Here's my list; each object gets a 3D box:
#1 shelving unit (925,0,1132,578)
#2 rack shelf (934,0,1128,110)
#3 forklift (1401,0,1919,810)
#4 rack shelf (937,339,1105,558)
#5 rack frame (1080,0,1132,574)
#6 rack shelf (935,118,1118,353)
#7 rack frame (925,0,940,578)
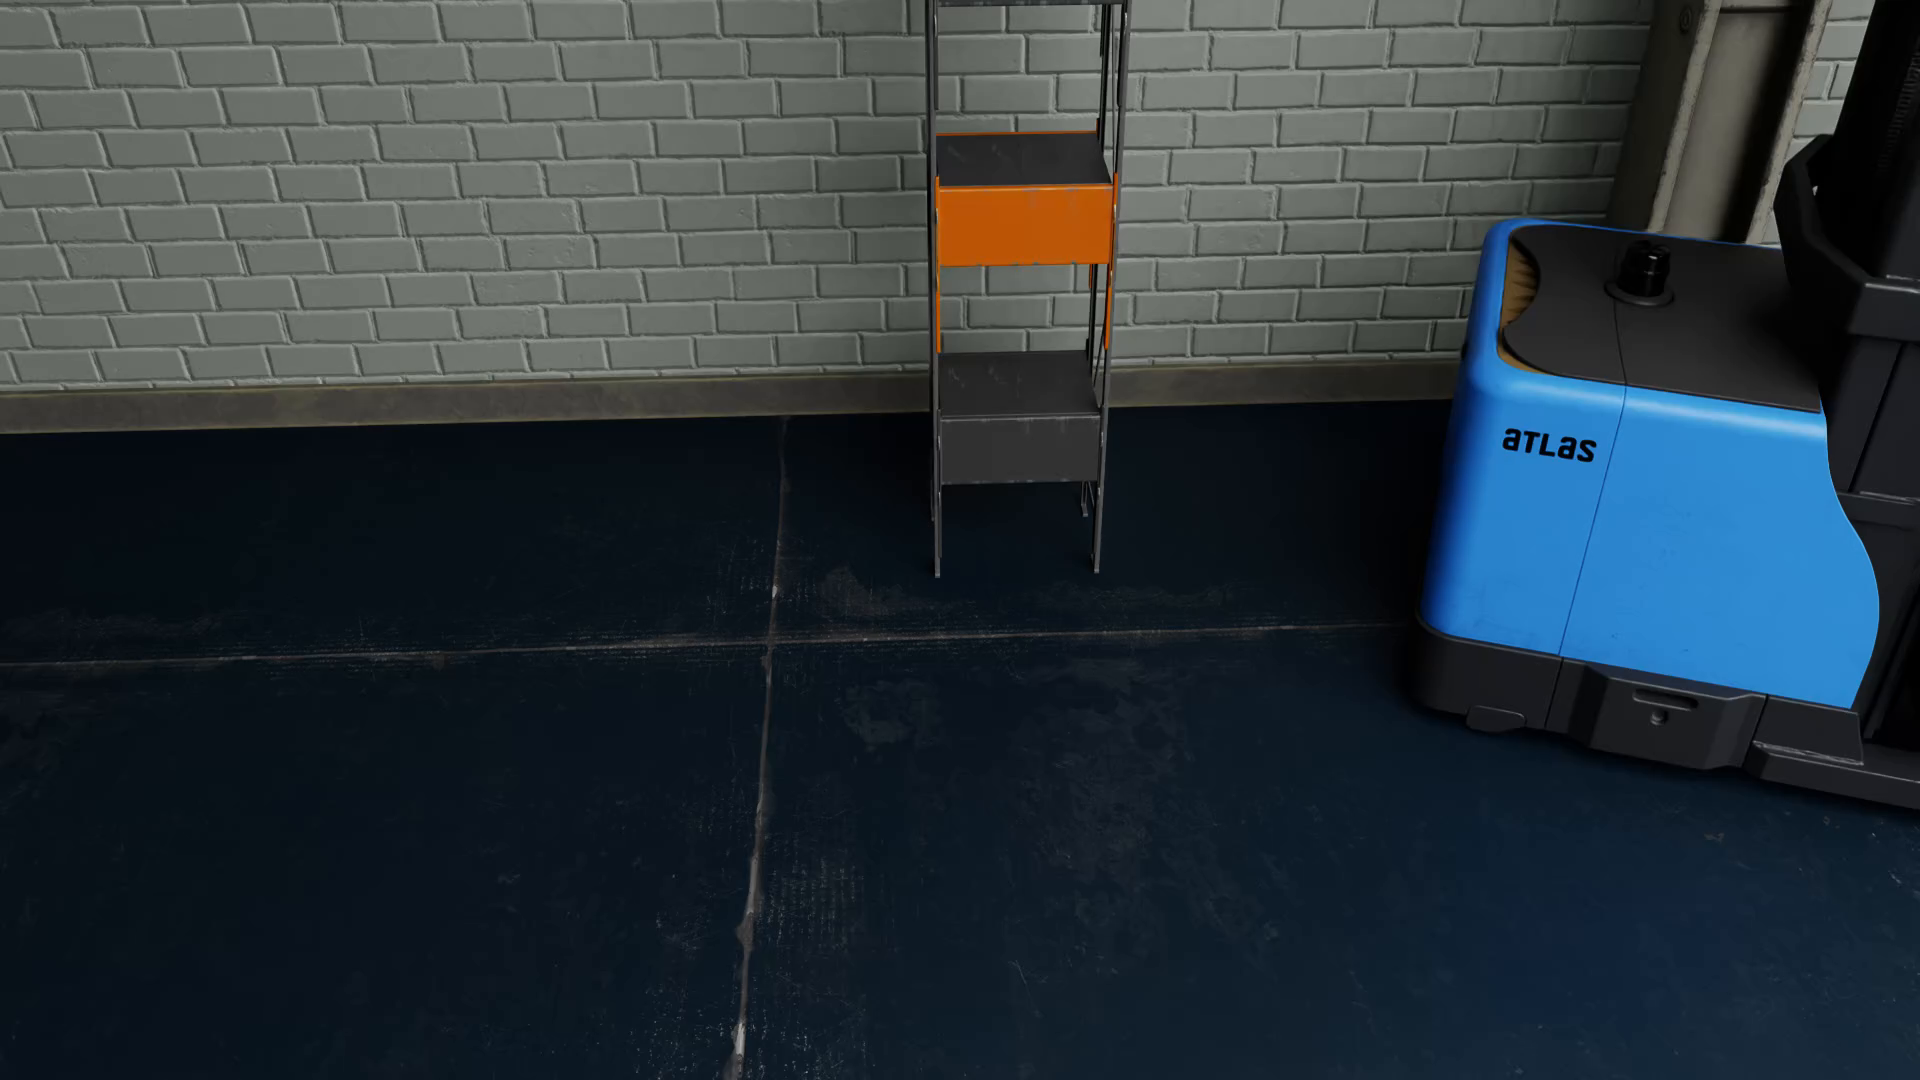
[{"bbox_3d":[0.165,-0.868,4.659,0.503,2.100,0.431,-2,35,-2],"label":"shelving unit"},{"bbox_3d":[0.165,-1.432,4.268,0.480,0.518,0.431,-2,35,-2],"label":"rack shelf"},{"bbox_3d":[2.783,-0.731,3.730,3.031,2.935,1.130,10,36,14],"label":"forklift"},{"bbox_3d":[0.165,-0.281,5.065,0.480,0.518,0.431,-2,35,-2],"label":"rack shelf"},{"bbox_3d":[0.409,-0.874,4.668,0.015,2.100,0.400,-2,35,-2],"label":"rack frame"},{"bbox_3d":[0.165,-0.857,4.667,0.480,0.518,0.431,-2,35,-2],"label":"rack shelf"},{"bbox_3d":[-0.078,-0.861,4.649,0.015,2.100,0.400,-2,35,-2],"label":"rack frame"}]
